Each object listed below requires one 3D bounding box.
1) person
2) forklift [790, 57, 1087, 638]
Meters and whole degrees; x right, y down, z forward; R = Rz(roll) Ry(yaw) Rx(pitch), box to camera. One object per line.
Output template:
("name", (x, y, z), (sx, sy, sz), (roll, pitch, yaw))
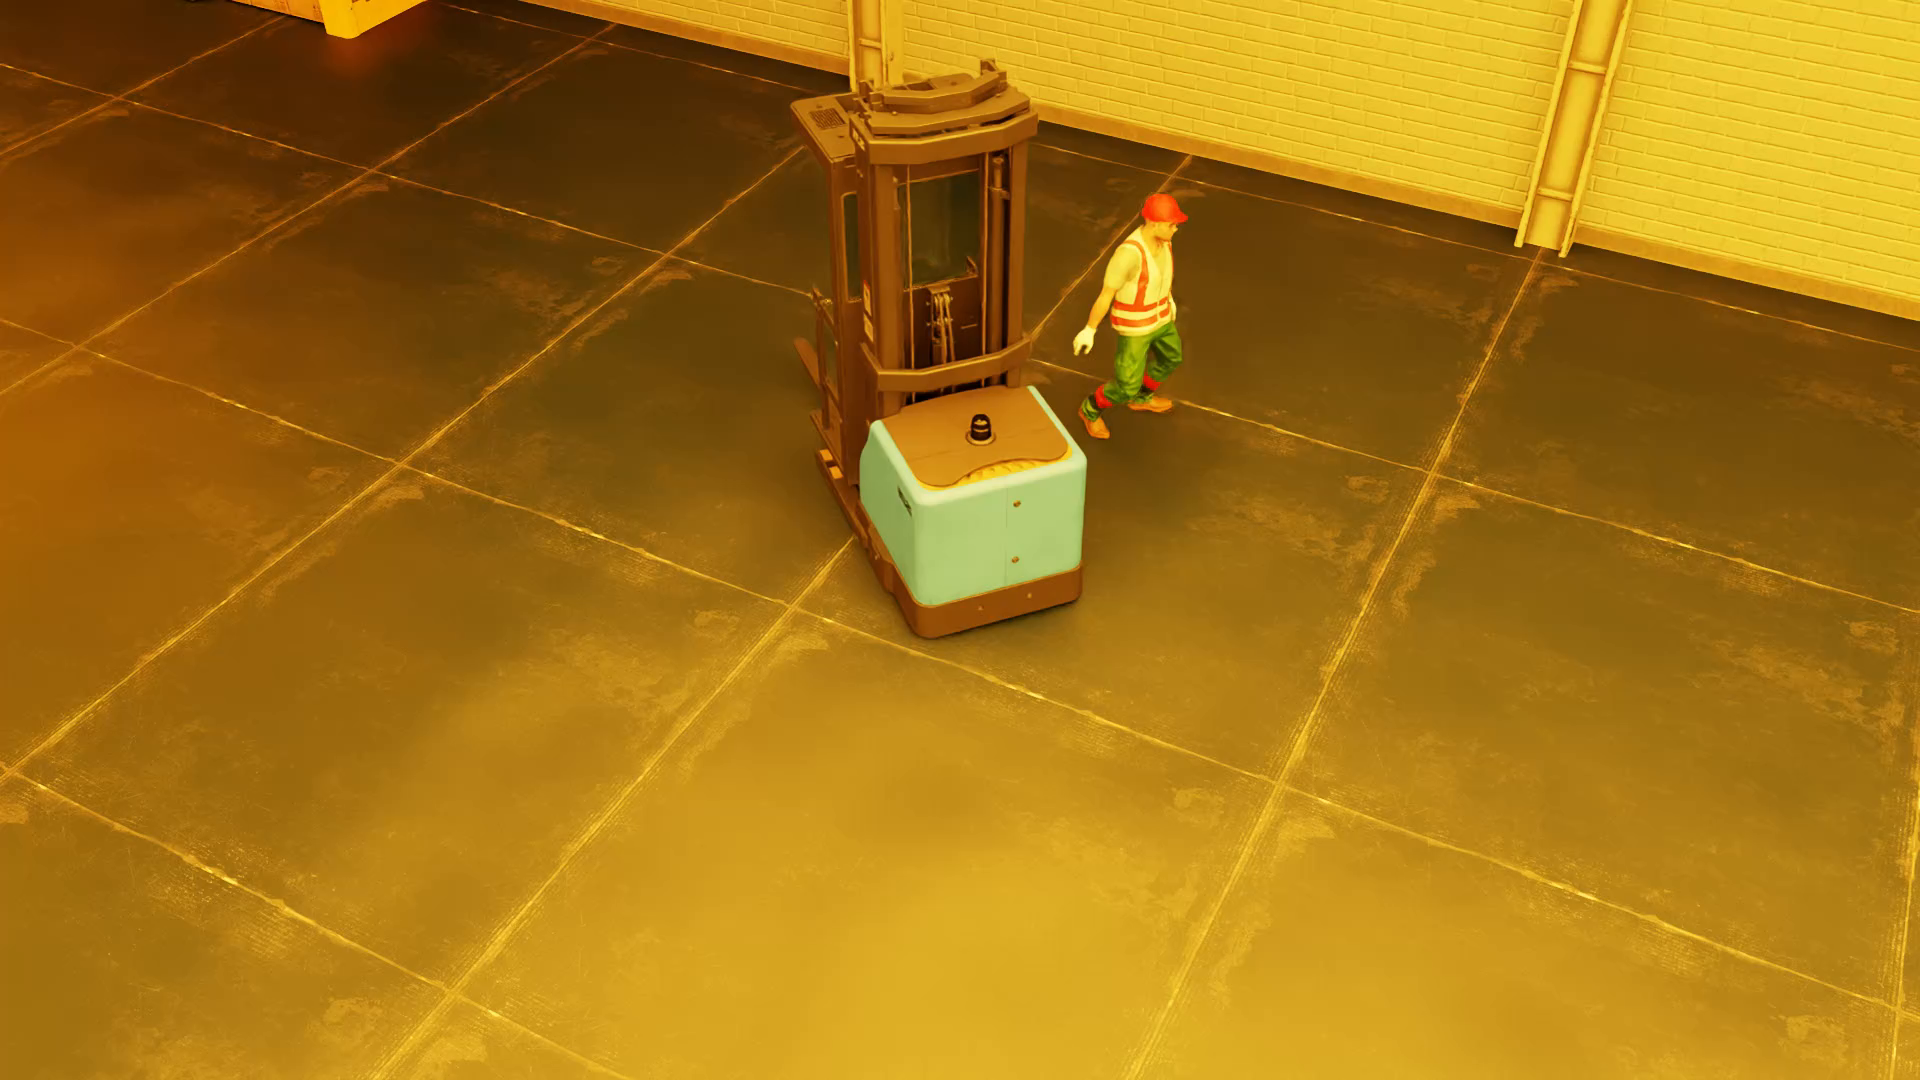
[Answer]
("person", (1.075, -1.416, 10.623), (0.493, 1.702, 0.894), (32, 49, 32))
("forklift", (-0.291, -1.517, 9.788), (1.130, 2.935, 3.031), (-14, 42, -16))
